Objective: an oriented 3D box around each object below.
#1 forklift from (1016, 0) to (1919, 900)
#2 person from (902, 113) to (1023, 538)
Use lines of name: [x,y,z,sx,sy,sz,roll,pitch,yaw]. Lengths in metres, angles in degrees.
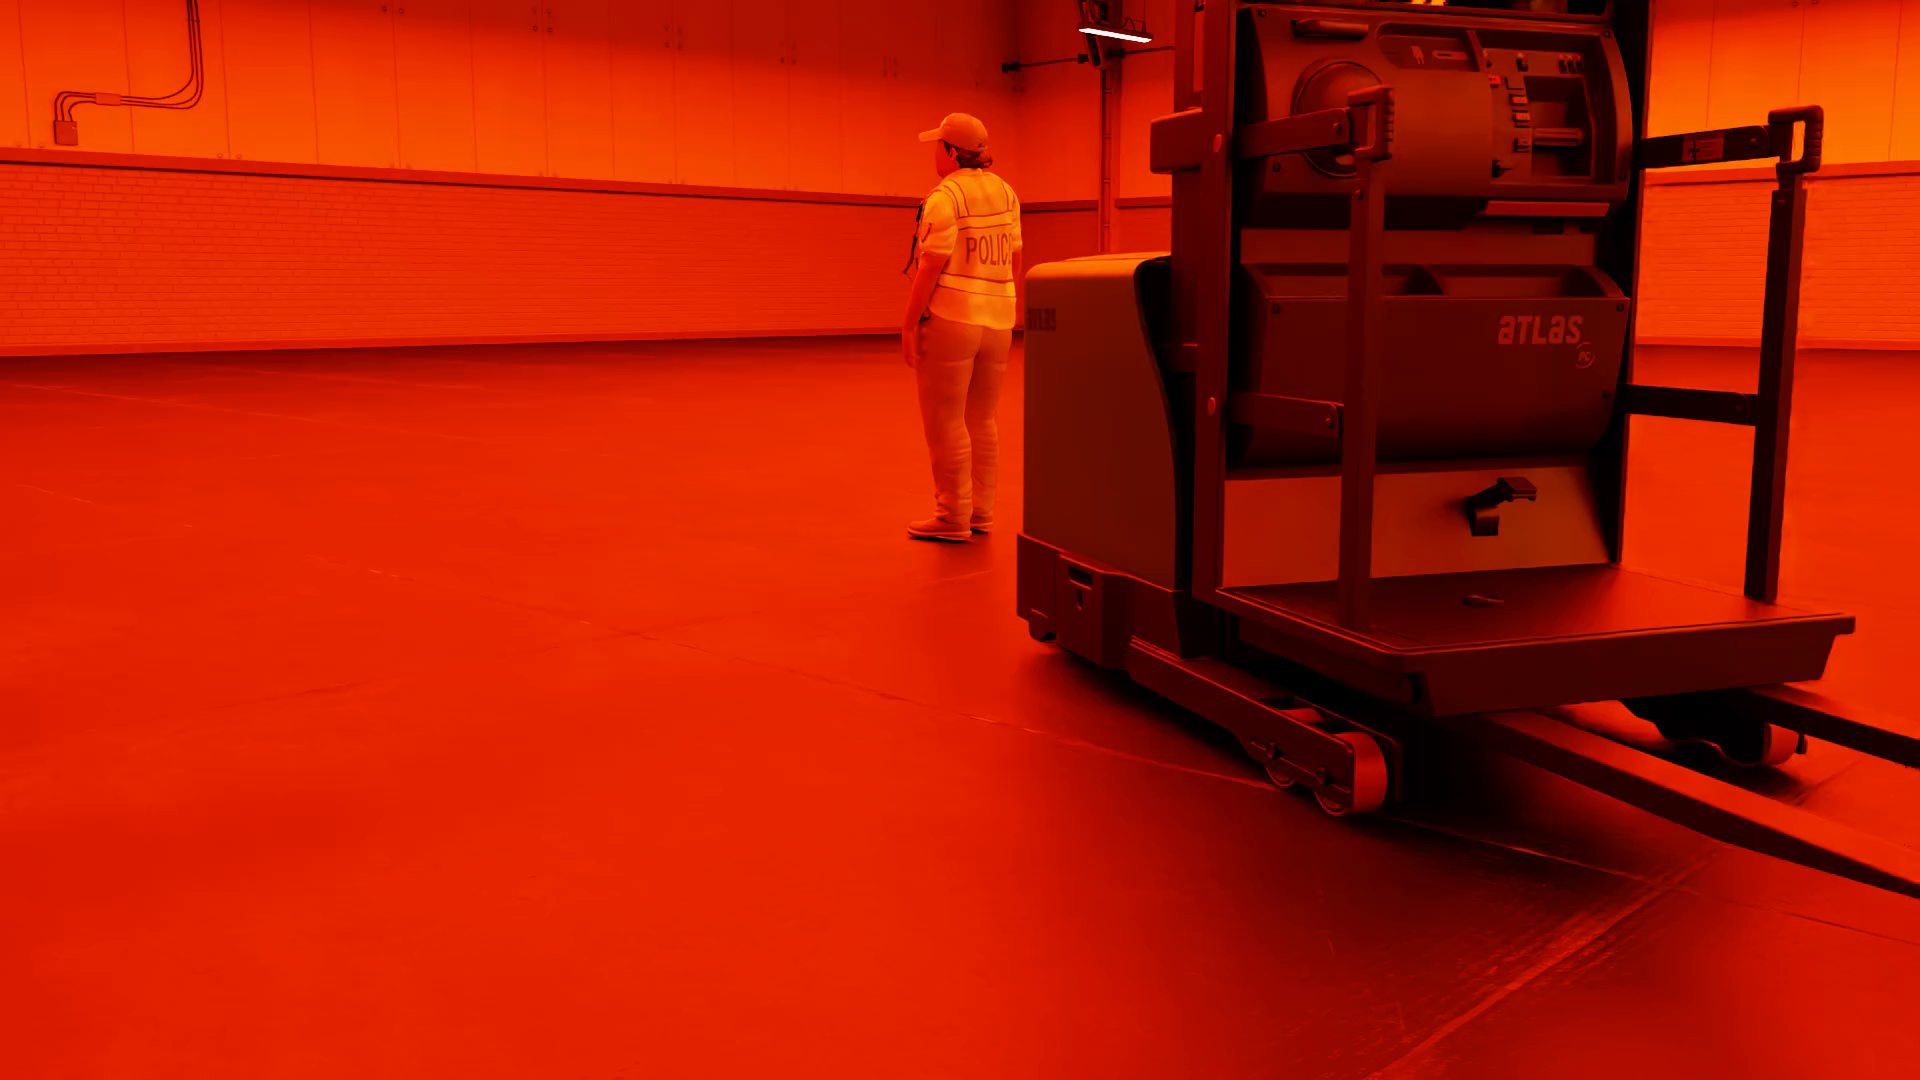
forklift: [1.128,-0.986,3.418,1.130,2.935,3.031,-3,9,-19]
person: [-0.039,-0.841,6.661,0.529,1.670,0.598,8,12,43]
